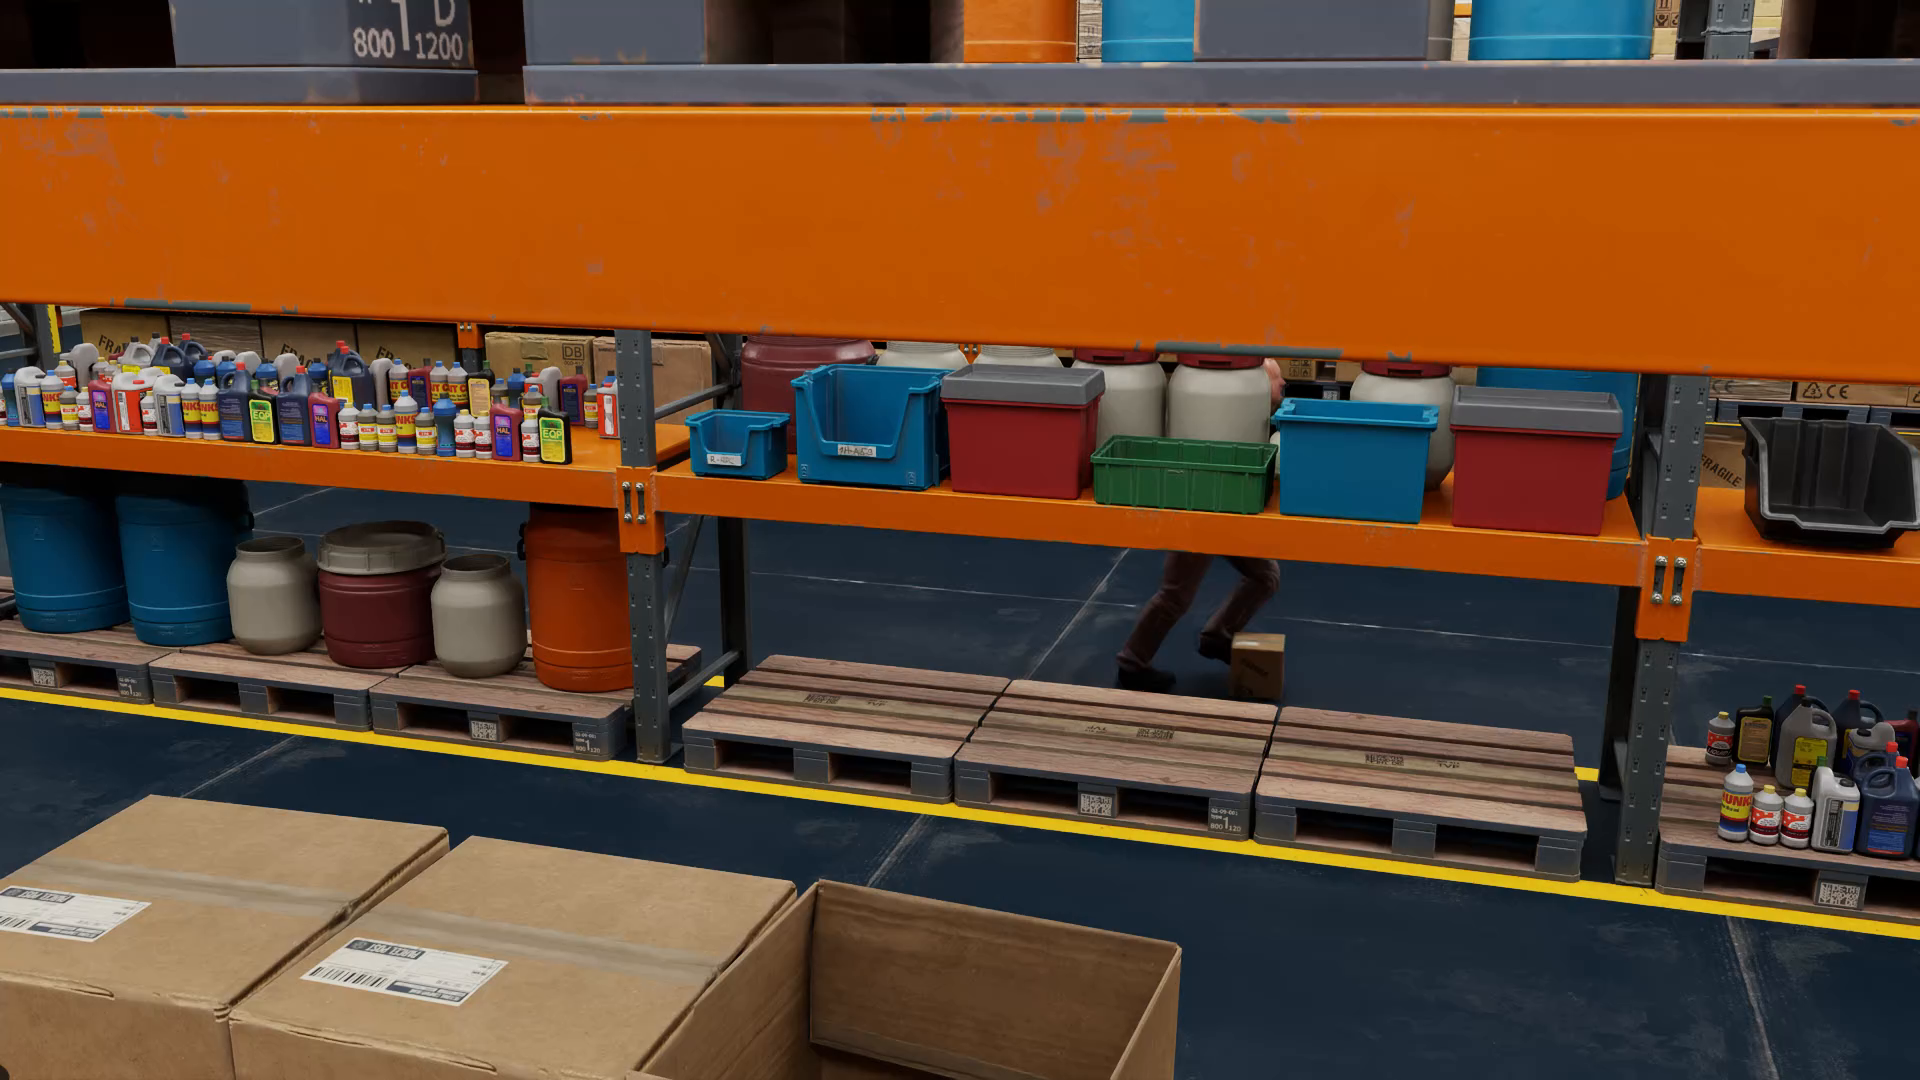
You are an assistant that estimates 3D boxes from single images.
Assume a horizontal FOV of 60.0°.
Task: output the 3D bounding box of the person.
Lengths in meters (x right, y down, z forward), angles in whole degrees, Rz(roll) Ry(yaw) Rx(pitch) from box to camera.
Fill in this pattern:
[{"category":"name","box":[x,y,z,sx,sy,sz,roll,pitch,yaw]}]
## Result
[{"category":"person","box":[1.442,-0.075,8.025,0.800,1.642,0.659,3,15,12]}]
